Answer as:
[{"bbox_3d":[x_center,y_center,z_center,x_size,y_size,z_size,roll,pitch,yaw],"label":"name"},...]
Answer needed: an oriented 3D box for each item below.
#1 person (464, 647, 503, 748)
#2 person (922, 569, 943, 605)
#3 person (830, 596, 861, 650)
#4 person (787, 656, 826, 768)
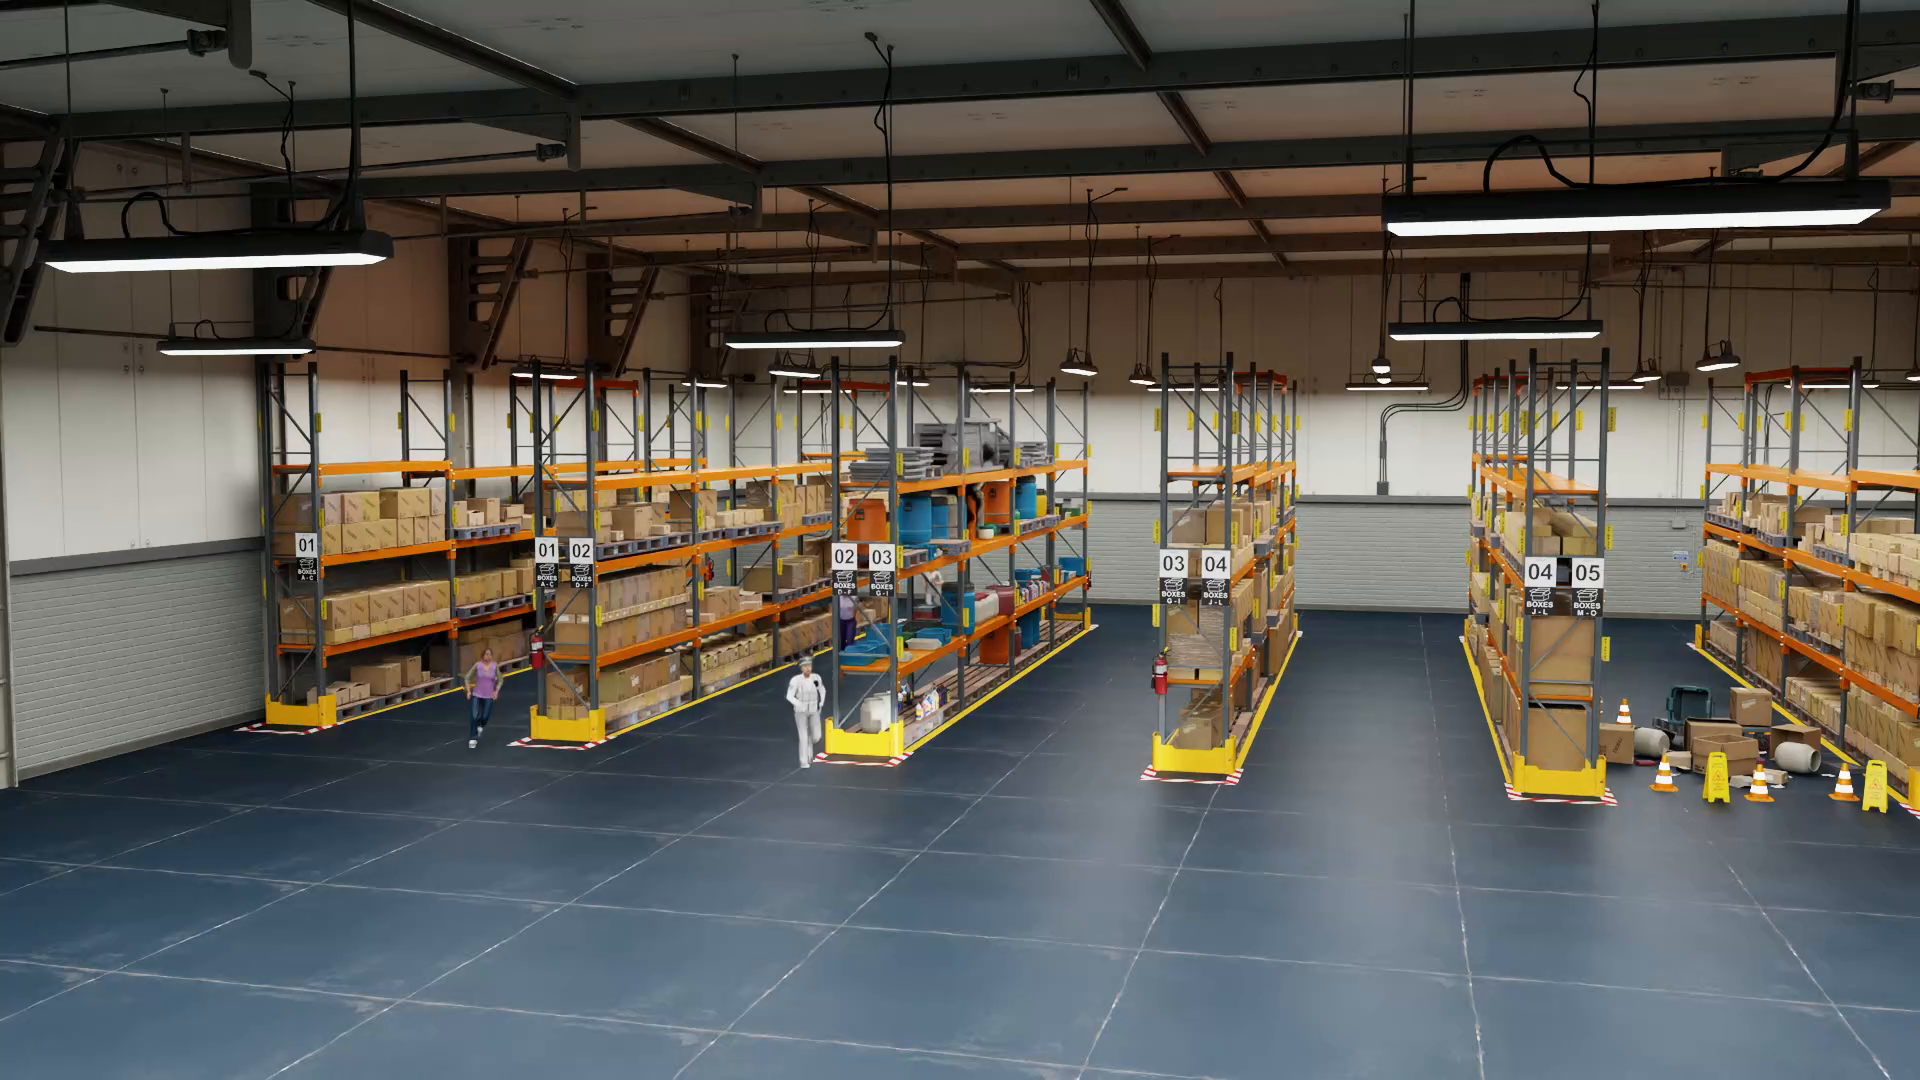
[{"bbox_3d":[-7.393,2.434,25.819,0.588,1.548,0.506,-1,4,-15],"label":"person"},{"bbox_3d":[-0.679,1.348,40.302,0.557,1.714,0.714,1,4,10],"label":"person"},{"bbox_3d":[-2.198,1.650,31.784,0.556,1.694,0.816,0,4,6],"label":"person"},{"bbox_3d":[-2.195,2.485,24.033,0.615,1.640,0.578,-1,4,-20],"label":"person"}]
